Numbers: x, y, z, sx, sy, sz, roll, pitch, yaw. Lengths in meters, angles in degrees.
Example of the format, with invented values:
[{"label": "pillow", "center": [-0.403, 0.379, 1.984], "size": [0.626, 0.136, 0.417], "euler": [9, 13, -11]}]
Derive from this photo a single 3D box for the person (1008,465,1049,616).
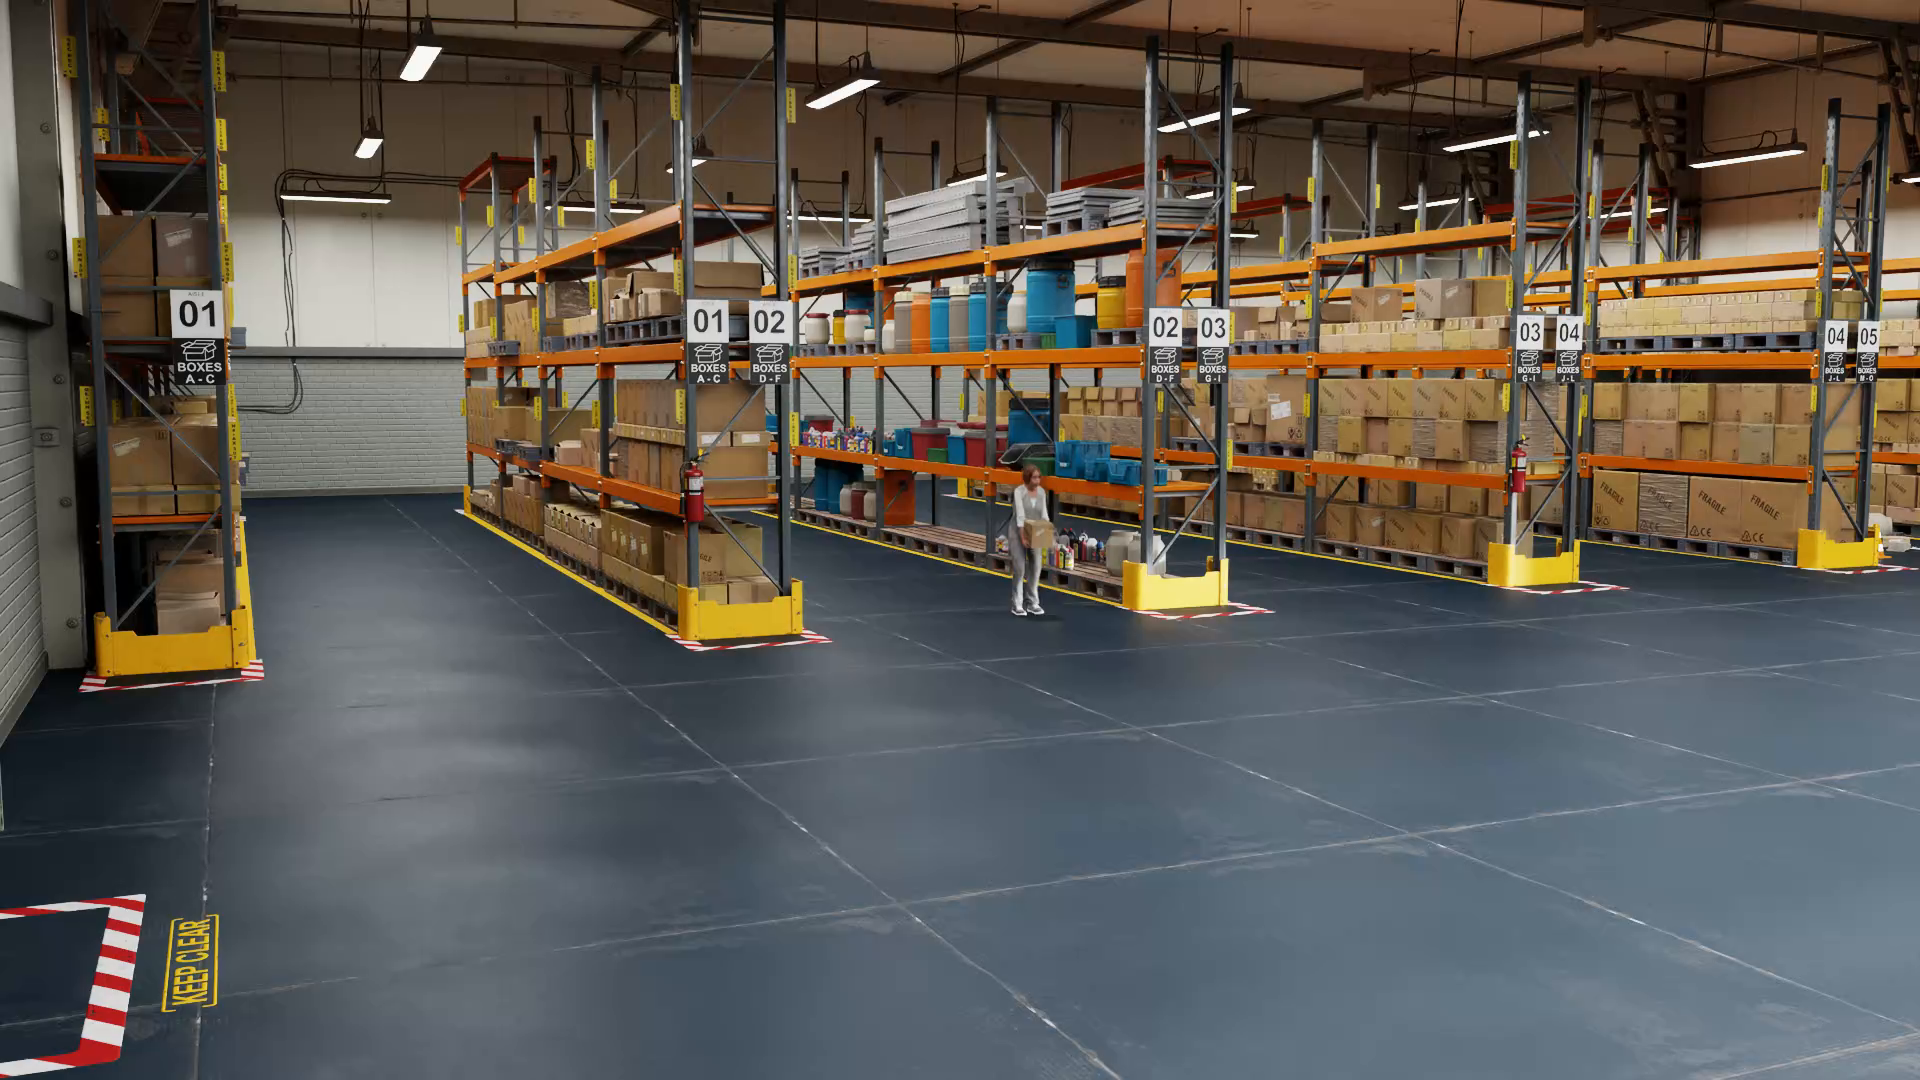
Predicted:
[{"label": "person", "center": [0.722, 0.001, 17.330], "size": [0.372, 1.578, 0.521], "euler": [-3, 6, -25]}]
